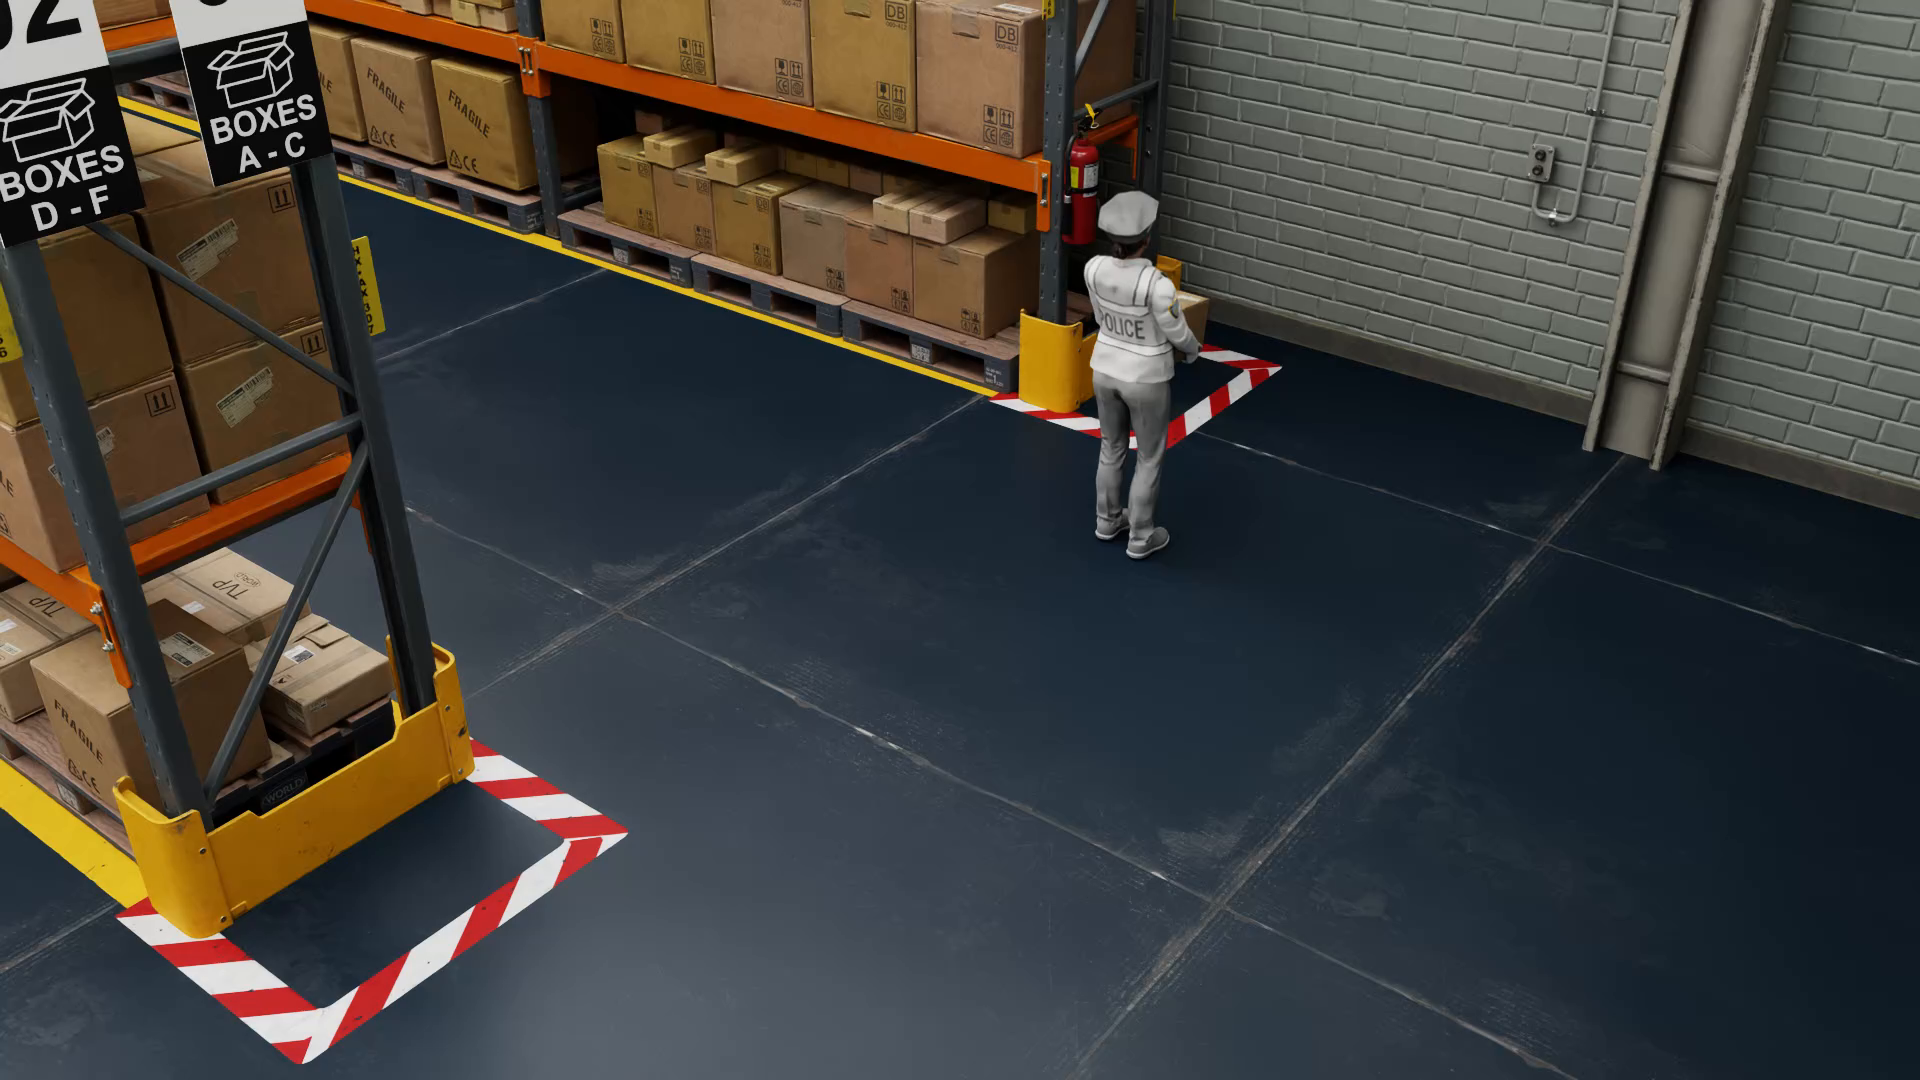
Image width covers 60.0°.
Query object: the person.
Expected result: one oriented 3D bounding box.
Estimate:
[{"bbox_3d":[0.802,-0.737,7.336,0.459,1.687,0.553,22,38,32],"label":"person"}]
